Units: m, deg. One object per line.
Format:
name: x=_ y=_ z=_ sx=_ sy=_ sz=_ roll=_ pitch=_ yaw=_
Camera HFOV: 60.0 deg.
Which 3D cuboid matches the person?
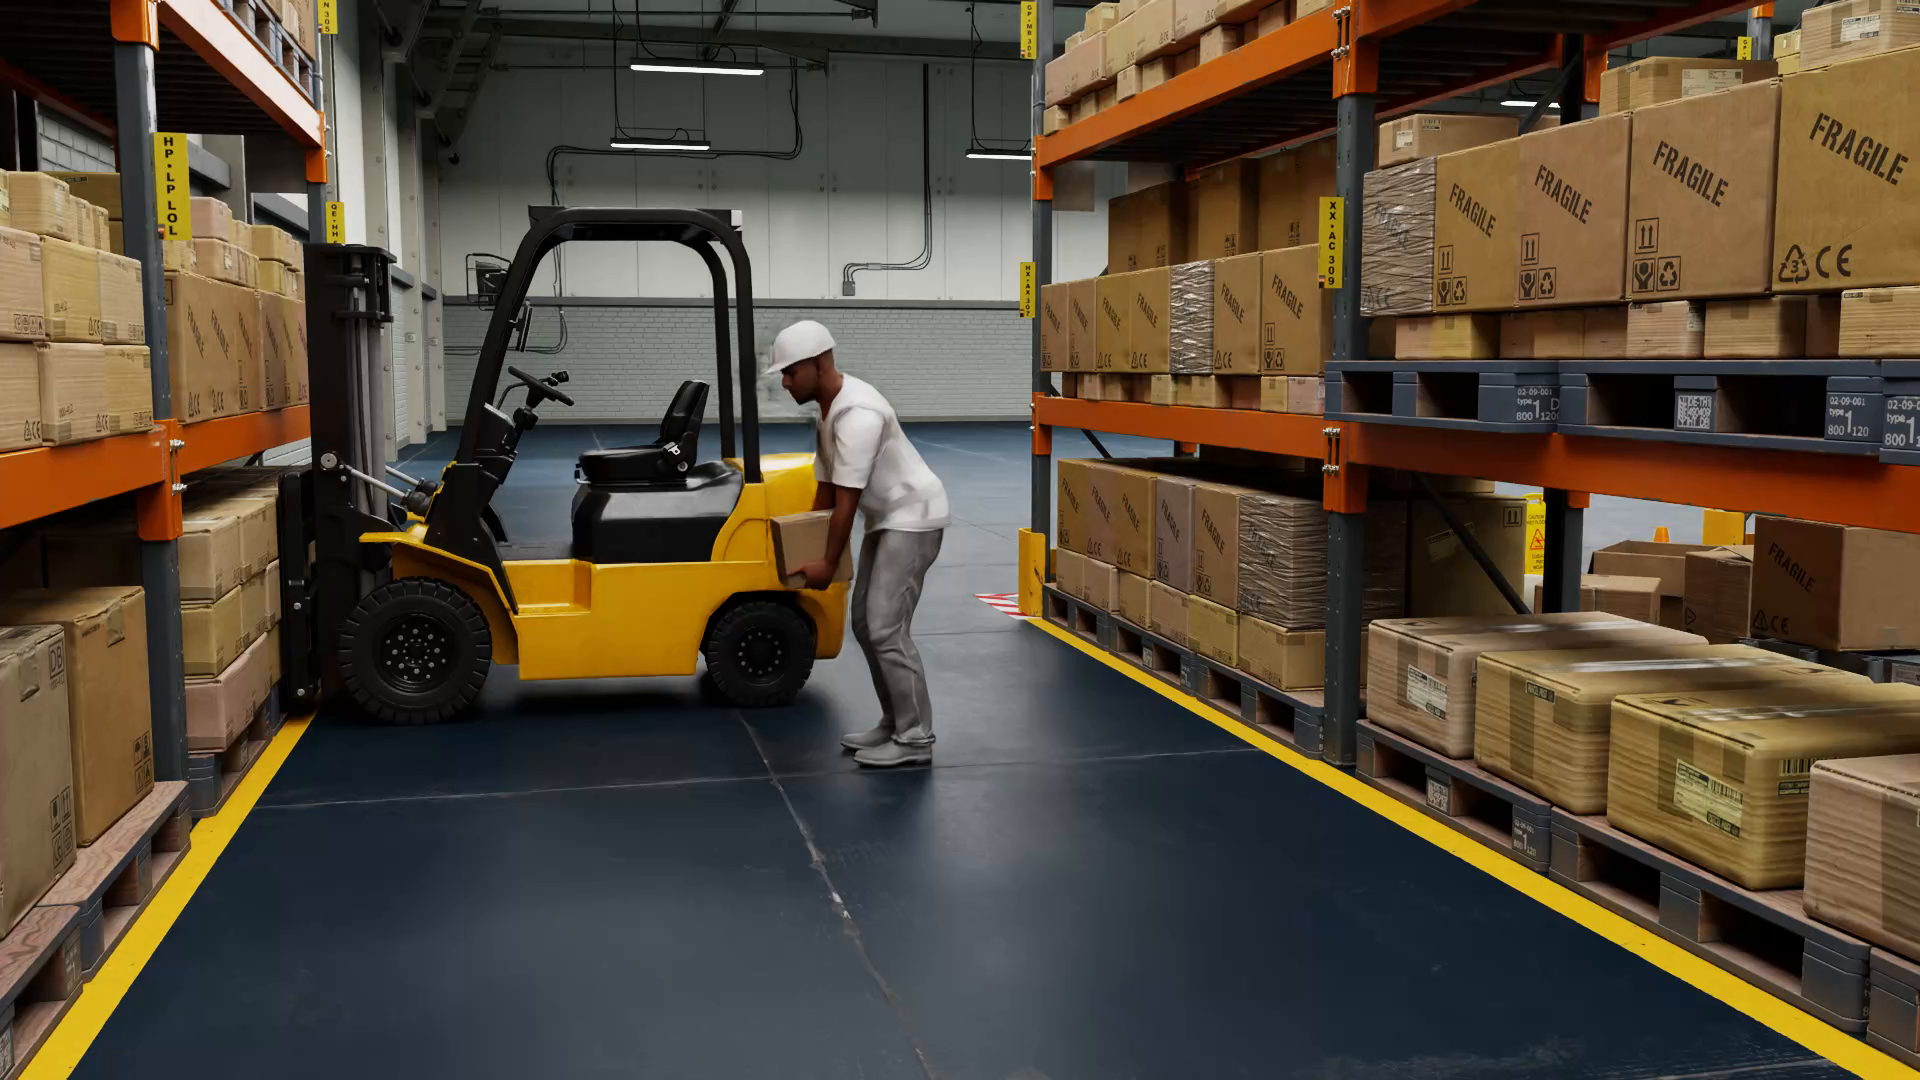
person: x=-0.384 y=0.010 z=6.261 sx=0.695 sy=1.656 sz=0.483 roll=-2 pitch=6 yaw=-15
